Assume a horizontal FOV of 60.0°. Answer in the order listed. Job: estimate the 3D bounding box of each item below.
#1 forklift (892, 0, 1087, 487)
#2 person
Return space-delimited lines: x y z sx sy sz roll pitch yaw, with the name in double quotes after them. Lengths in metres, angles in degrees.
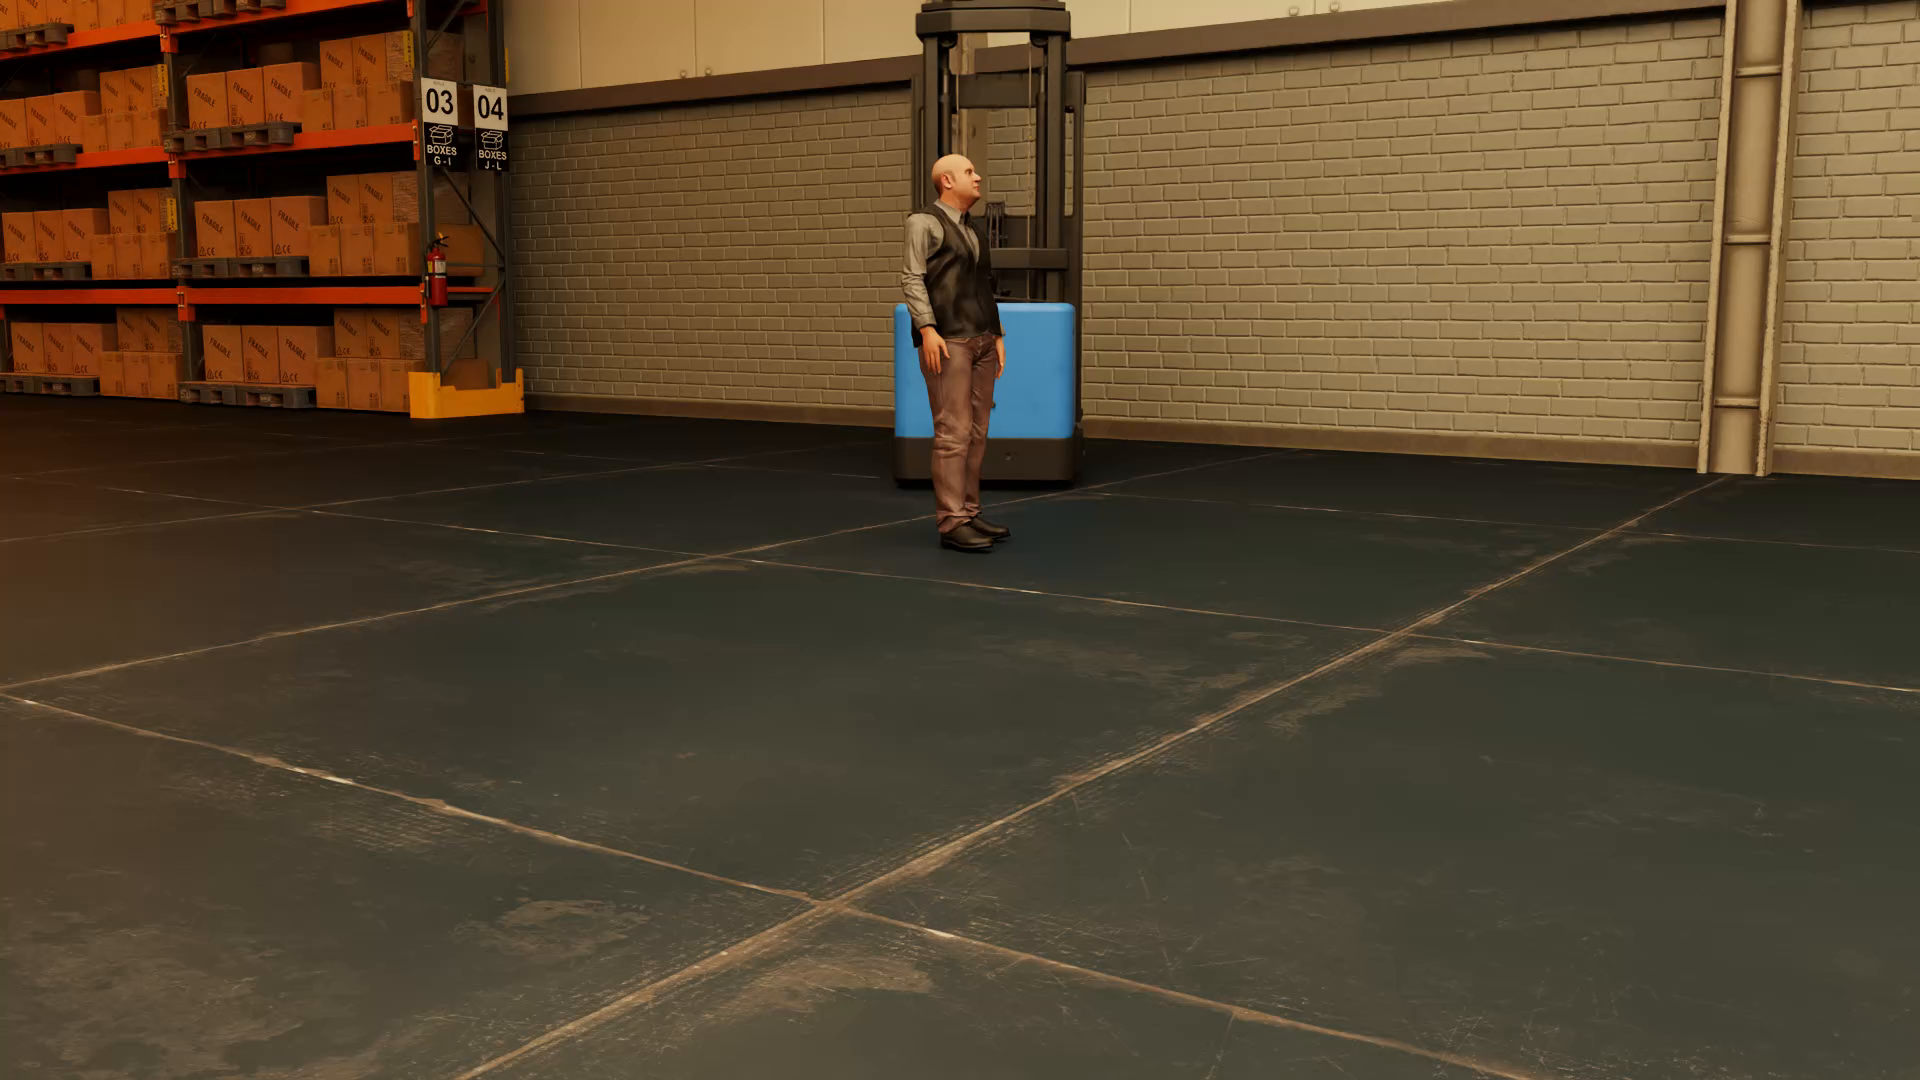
0.259 -1.936 10.807 1.130 2.935 3.031 1 8 5 "forklift"
0.047 -0.854 7.441 0.568 1.720 0.632 5 10 34 "person"
